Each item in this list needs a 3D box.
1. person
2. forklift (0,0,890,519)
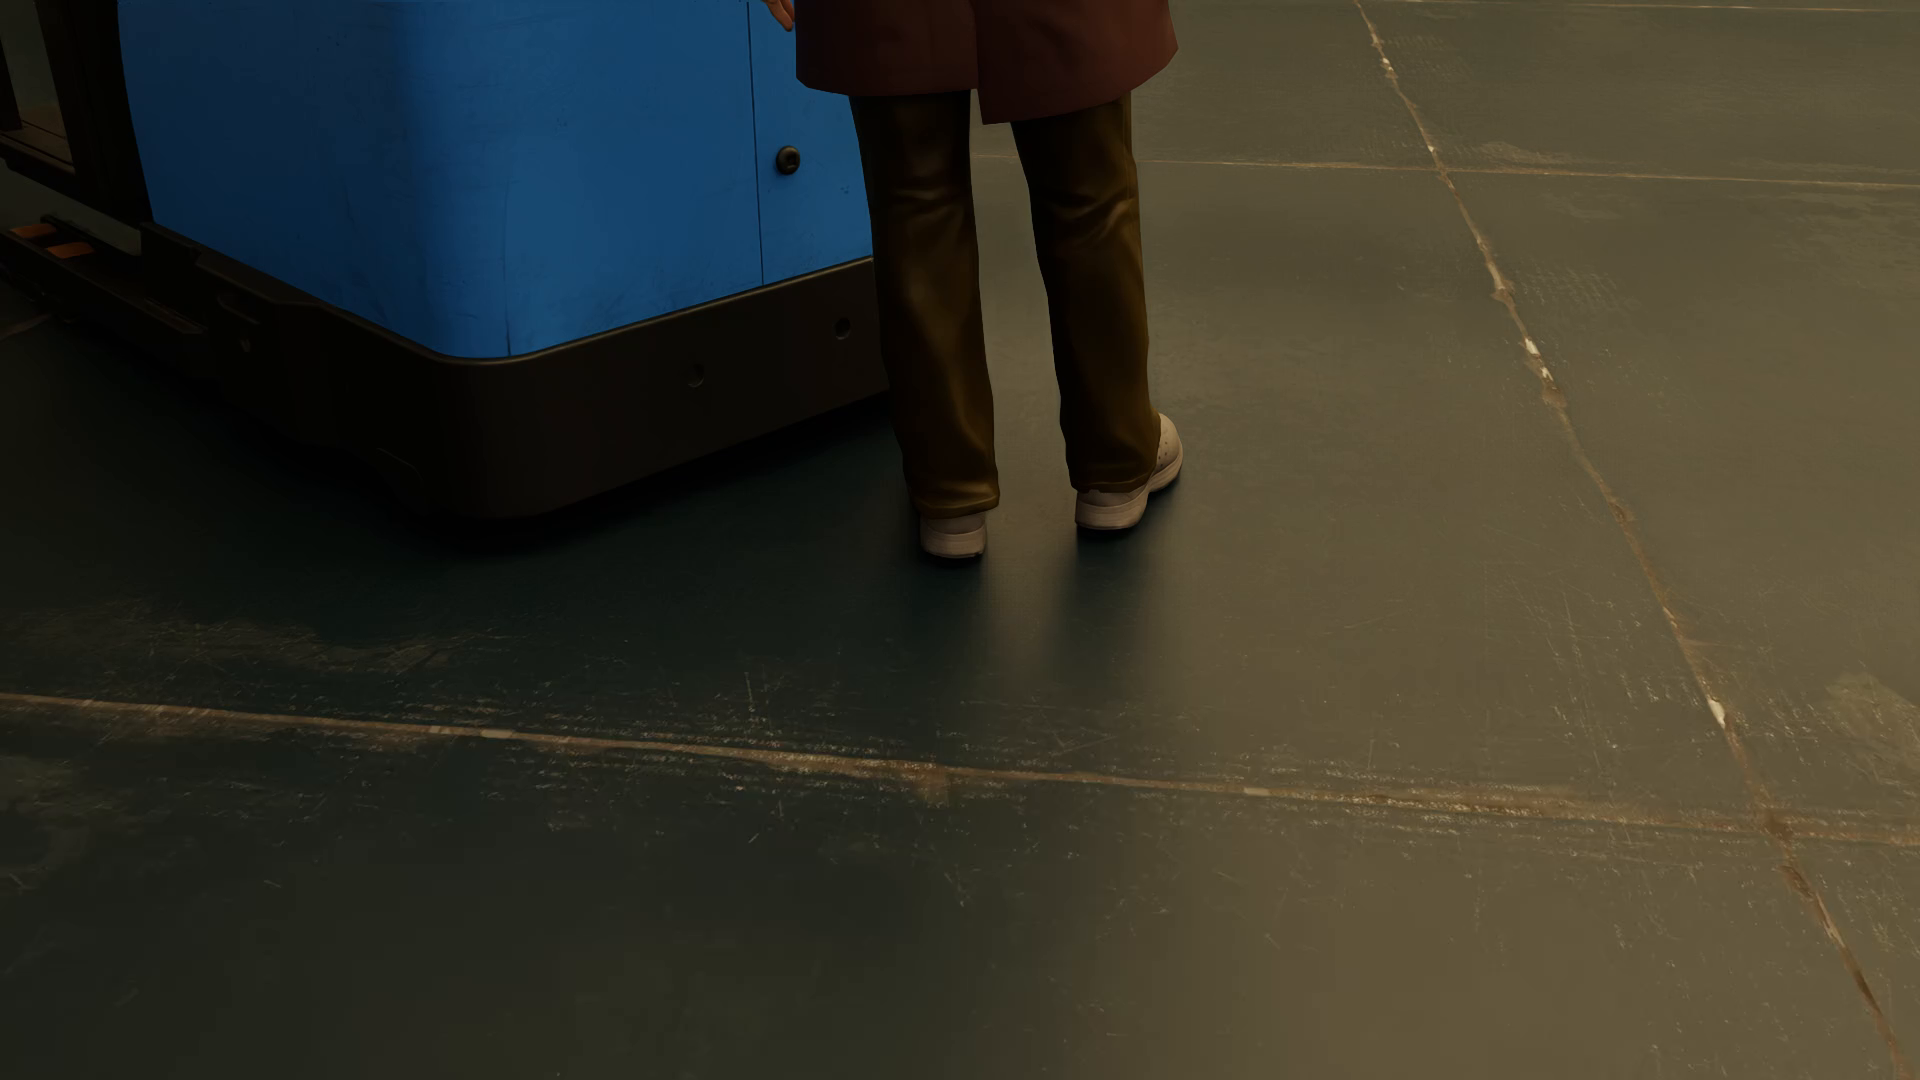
[{"bbox_3d":[0.017,-0.842,2.180,0.696,1.775,0.582,3,27,7],"label":"person"},{"bbox_3d":[-1.384,-1.895,3.015,3.031,2.935,1.130,23,35,39],"label":"forklift"}]
